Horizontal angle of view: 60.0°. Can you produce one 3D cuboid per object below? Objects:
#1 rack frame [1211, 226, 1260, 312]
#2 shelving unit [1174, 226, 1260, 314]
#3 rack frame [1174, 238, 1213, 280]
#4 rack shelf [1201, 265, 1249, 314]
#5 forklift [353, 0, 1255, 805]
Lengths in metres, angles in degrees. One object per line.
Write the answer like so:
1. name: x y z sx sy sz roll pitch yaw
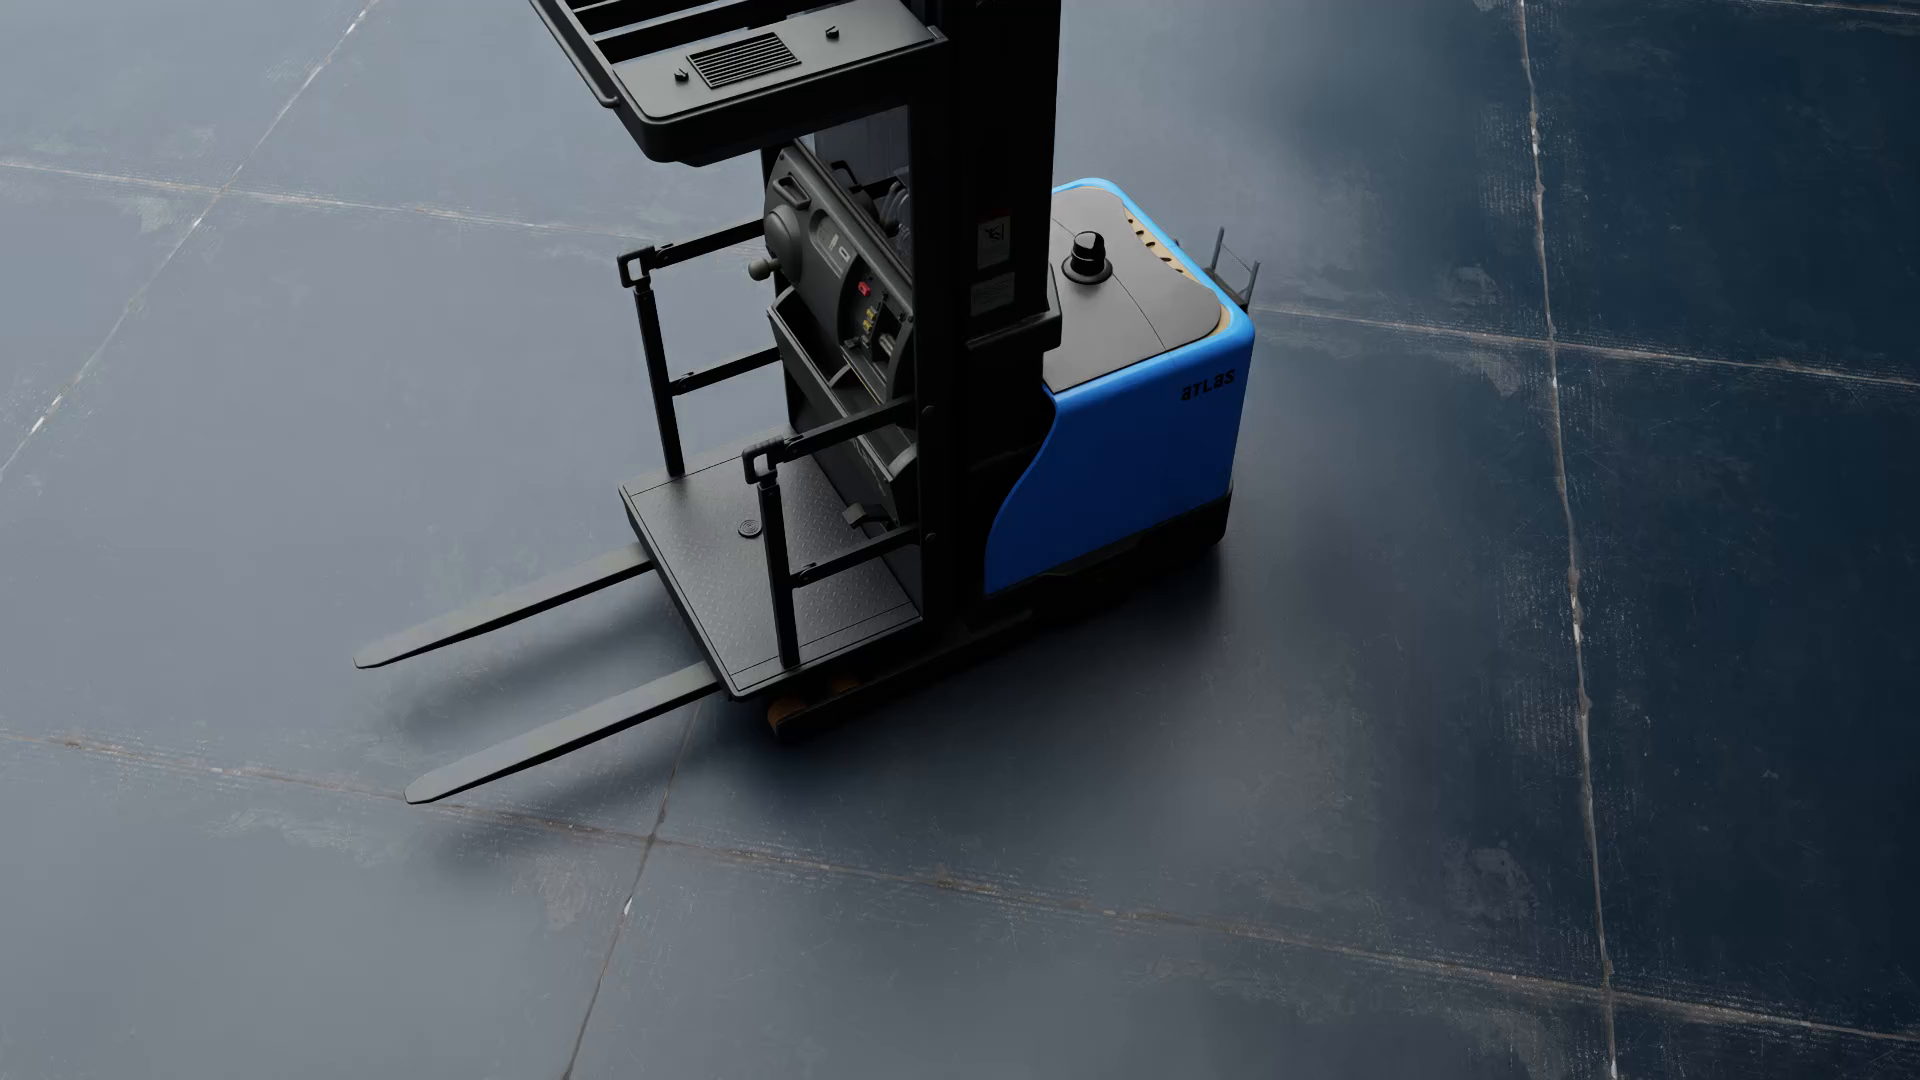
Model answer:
1. rack frame: 0.970 -0.753 6.324 0.006 0.900 0.240 -18 50 -23
2. shelving unit: 0.881 -0.724 6.284 0.210 0.900 0.258 -18 50 -23
3. rack frame: 0.792 -0.695 6.244 0.006 0.900 0.240 -18 50 -23
4. rack shelf: 0.902 -0.890 6.116 0.200 0.077 0.258 -18 50 -23
5. forklift: -0.555 -0.757 4.959 3.031 2.935 1.130 -22 52 -19
